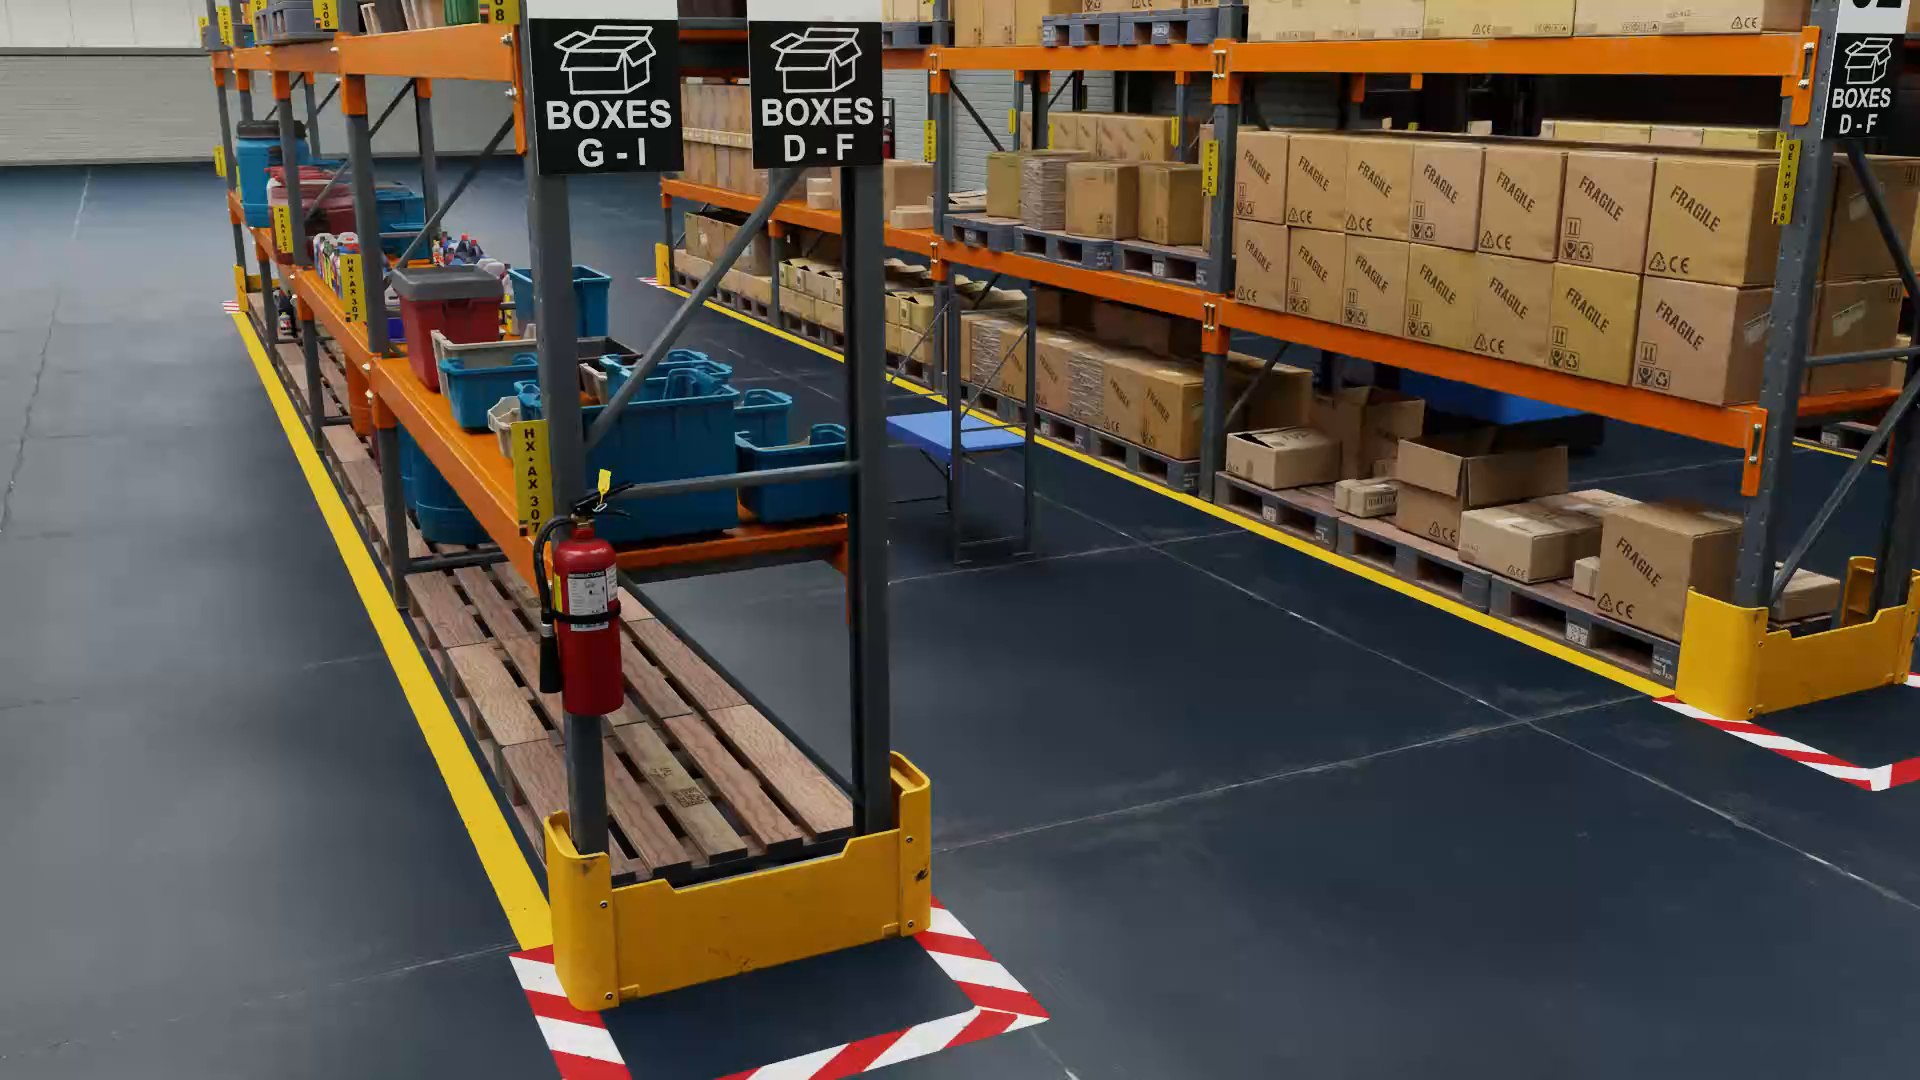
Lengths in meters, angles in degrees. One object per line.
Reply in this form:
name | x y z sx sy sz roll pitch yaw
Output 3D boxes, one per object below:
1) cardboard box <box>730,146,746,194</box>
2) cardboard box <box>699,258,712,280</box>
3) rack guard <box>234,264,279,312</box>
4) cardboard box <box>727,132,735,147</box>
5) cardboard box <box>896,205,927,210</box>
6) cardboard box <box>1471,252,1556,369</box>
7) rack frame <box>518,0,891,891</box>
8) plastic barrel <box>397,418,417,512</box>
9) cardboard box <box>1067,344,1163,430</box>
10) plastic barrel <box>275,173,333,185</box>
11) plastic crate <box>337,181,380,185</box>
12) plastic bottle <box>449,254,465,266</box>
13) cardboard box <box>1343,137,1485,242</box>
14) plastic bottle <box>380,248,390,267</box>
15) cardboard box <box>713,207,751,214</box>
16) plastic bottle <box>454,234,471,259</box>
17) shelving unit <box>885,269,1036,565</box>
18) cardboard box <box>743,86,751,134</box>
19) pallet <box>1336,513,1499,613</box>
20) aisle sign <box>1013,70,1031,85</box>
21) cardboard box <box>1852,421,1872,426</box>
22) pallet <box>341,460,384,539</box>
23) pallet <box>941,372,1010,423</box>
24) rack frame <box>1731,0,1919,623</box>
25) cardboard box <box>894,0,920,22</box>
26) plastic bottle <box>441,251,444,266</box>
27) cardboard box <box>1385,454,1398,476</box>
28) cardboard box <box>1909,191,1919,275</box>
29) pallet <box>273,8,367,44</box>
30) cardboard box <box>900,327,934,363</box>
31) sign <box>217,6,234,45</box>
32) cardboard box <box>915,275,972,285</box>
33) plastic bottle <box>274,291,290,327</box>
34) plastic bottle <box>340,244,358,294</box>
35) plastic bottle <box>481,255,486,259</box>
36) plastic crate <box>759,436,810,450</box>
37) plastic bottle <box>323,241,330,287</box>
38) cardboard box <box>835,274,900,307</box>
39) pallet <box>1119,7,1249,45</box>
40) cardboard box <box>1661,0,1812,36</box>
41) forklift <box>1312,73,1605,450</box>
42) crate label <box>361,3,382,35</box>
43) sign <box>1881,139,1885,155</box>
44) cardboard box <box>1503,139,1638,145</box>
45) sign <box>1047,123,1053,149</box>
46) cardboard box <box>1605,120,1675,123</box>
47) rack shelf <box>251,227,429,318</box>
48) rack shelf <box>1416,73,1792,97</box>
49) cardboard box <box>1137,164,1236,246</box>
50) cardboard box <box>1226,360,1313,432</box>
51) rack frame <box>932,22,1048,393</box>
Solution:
cardboard box | -2.152 -4.147 18.584 0.700 0.500 0.500 -7 18 -24
cardboard box | -2.775 -3.200 19.687 0.500 0.250 0.500 -8 18 -25
rack guard | -7.629 -2.915 19.001 1.175 0.500 0.348 -8 18 -25
cardboard box | -2.365 -4.452 18.468 0.380 0.149 0.250 -7 17 -23
cardboard box | -0.355 -2.932 14.985 0.380 0.149 0.250 -6 17 -21
cardboard box | 2.874 -1.139 8.099 0.500 0.500 0.500 -8 18 -24
rack frame | -0.696 -0.162 4.877 1.000 3.000 0.127 -8 18 -25
plastic barrel | -2.981 -0.660 9.654 0.600 0.901 0.708 -8 18 -25
cardboard box | 1.104 -1.097 11.870 0.500 0.500 0.500 -7 18 -24
plastic barrel | -5.220 -2.650 13.301 0.433 0.535 0.433 0 16 0
plastic crate | -5.190 -2.894 14.426 0.392 0.384 0.575 -8 18 -25
plastic bottle | -3.057 -1.603 10.132 0.097 0.271 0.097 0 16 0
cardboard box | 2.411 -1.874 8.849 0.500 0.500 0.500 -8 18 -27
plastic bottle | -3.550 -1.643 10.129 0.144 0.351 0.185 -8 18 -25
cardboard box | -2.748 -3.871 20.665 0.500 0.500 0.500 -8 18 -25
plastic bottle | -3.107 -1.745 10.484 0.144 0.351 0.185 -8 18 -25
shelving unit | -0.037 -0.742 9.617 0.538 1.500 1.048 -8 18 -25
cardboard box | -1.921 -4.641 17.953 0.700 0.500 0.500 -8 18 -25
pallet | 2.845 0.062 9.152 1.003 0.211 1.213 -8 18 -25
aisle sign | 0.899 -6.558 22.451 0.394 0.787 0.004 -8 18 -25
cardboard box | 6.693 -1.154 12.103 0.700 0.500 0.500 -7 18 -24
pallet | -3.287 -0.313 10.458 1.003 0.211 1.213 -8 18 -25
pallet | 0.547 -1.213 13.596 1.003 0.211 1.213 -8 18 -25
rack frame | 3.759 -0.760 6.960 1.000 3.000 0.127 -8 18 -25
cardboard box | -0.241 -4.548 14.235 0.500 0.250 0.500 -7 17 -23
plastic bottle | -3.462 -1.889 11.257 0.097 0.201 0.097 0 16 0
cardboard box | 2.840 -0.378 9.706 0.500 0.311 0.500 -8 18 -25
cardboard box | 6.996 -2.177 11.355 0.980 0.700 0.700 -8 18 -26
pallet | -3.379 -2.968 9.561 1.003 0.211 1.213 -8 18 -25
cardboard box | -0.196 -1.725 14.546 0.500 0.250 0.500 -7 18 -24
sign | -6.452 -4.520 14.609 0.100 0.325 0.005 -8 18 -25
cardboard box | -0.171 -2.314 15.585 0.500 0.311 0.500 -8 18 -26
plastic bottle | -6.578 -2.248 16.152 0.144 0.351 0.185 -9 18 -28
plastic bottle | -3.627 -1.592 9.949 0.144 0.351 0.185 -8 18 -25
plastic bottle | -2.884 -1.596 10.108 0.097 0.271 0.097 0 16 0
plastic crate | -0.574 -0.255 5.570 0.250 0.136 0.298 -8 18 -25
plastic bottle | -4.081 -1.790 10.761 0.061 0.283 0.133 -8 18 -25
cardboard box | -0.867 -2.371 15.783 0.500 0.311 0.500 -7 17 -23
pallet | 1.784 -3.273 10.622 1.213 0.211 1.003 -8 18 -25
cardboard box | 3.297 -2.225 6.900 0.500 0.250 0.500 -8 18 -25
forklift | 3.485 -2.333 12.567 1.130 2.935 3.031 -8 18 -26
crate label | -2.493 -2.313 7.412 0.293 0.136 0.466 -8 18 -25
sign | 6.956 -2.873 12.610 0.100 0.325 0.005 -8 18 -25
cardboard box | 3.127 -1.809 8.624 0.500 0.500 0.500 -8 18 -25
sign | 0.738 -3.330 13.960 0.100 0.325 0.005 -8 18 -25
cardboard box | 5.806 -3.440 14.185 0.500 0.250 0.500 -8 18 -26
rack shelf | -5.077 -2.296 13.617 1.077 0.370 4.000 -8 18 -25
rack shelf | 5.582 -3.943 13.919 1.077 0.370 4.000 -8 18 -25
cardboard box | 1.642 -2.309 11.416 0.700 0.500 0.500 -5 17 -16
cardboard box | 2.014 -0.911 11.221 0.500 0.500 0.500 -9 18 -27
rack frame | 0.254 -2.743 13.873 1.000 3.000 0.127 -8 18 -25
